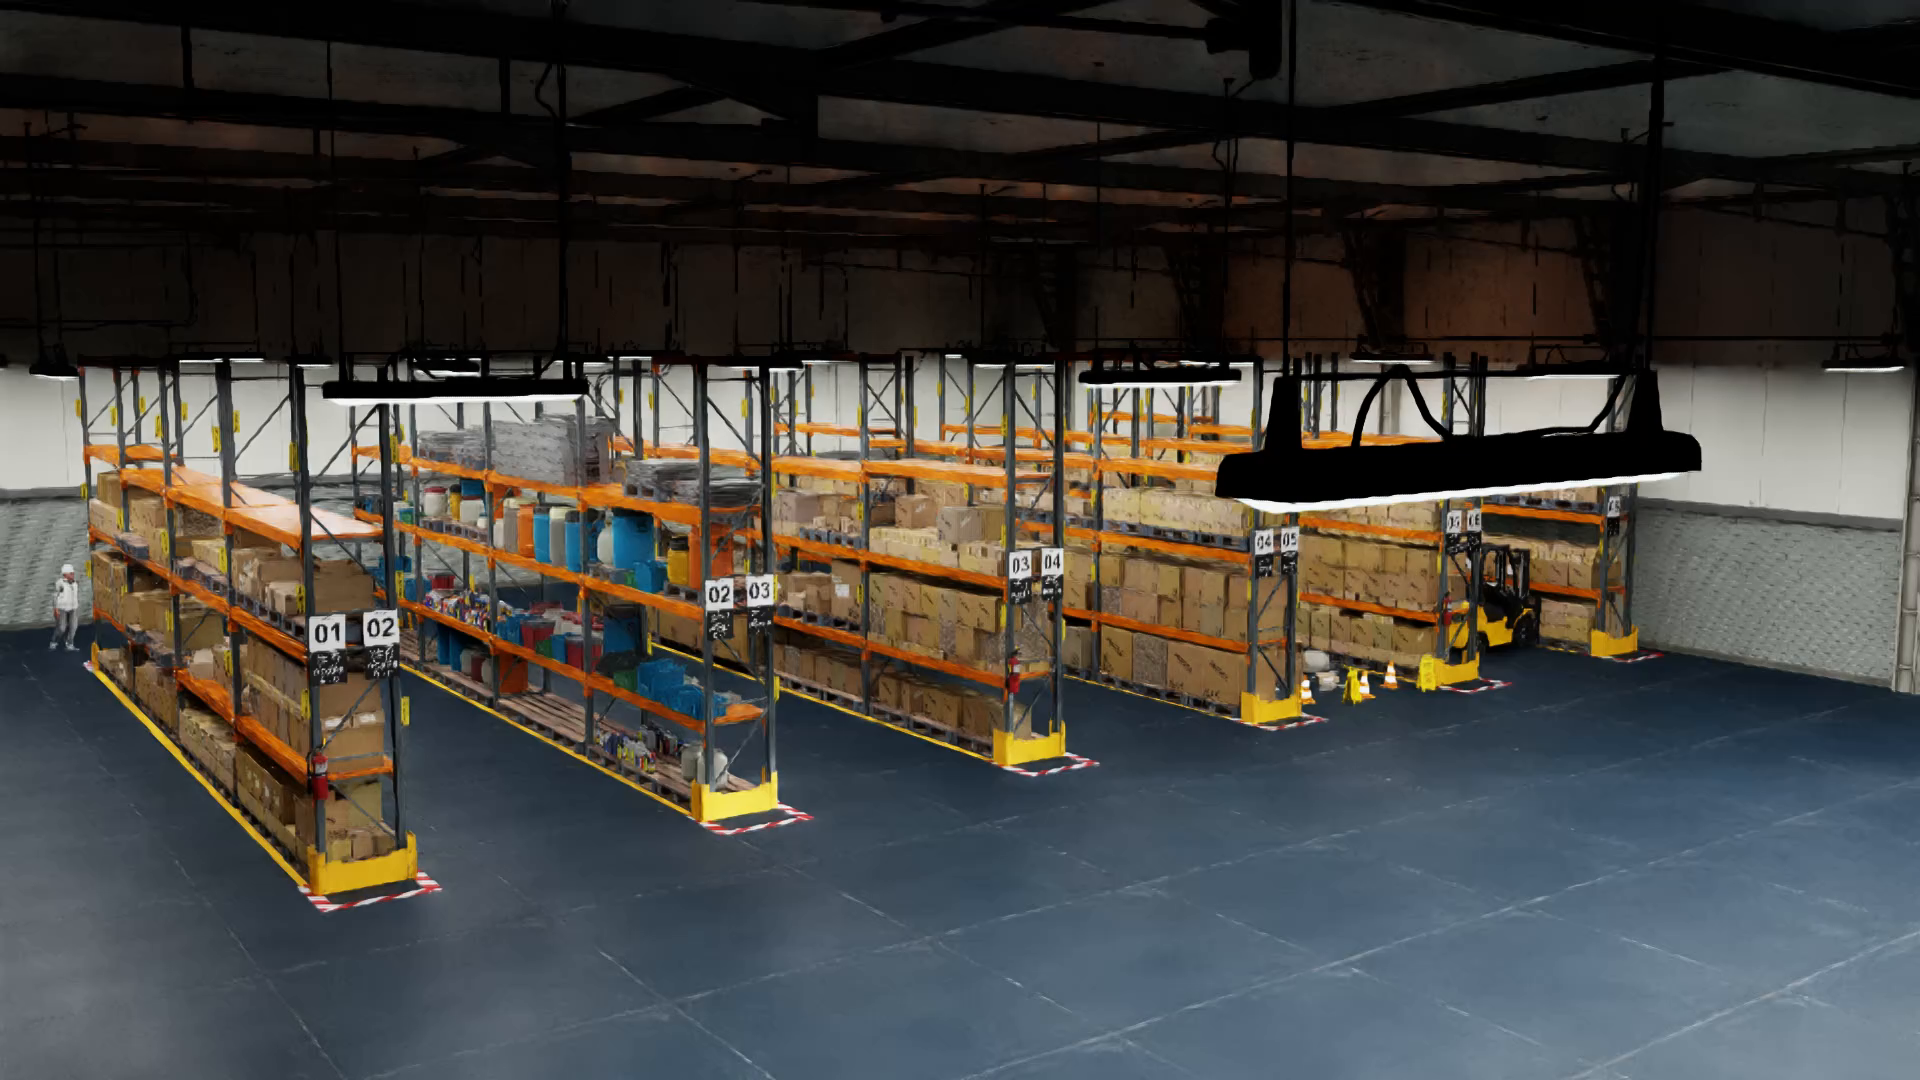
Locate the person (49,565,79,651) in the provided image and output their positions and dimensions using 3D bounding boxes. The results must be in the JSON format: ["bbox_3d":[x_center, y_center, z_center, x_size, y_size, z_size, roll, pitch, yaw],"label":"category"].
[{"bbox_3d":[-18.176,1.376,33.718,0.569,1.762,0.581,2,7,19],"label":"person"}]
